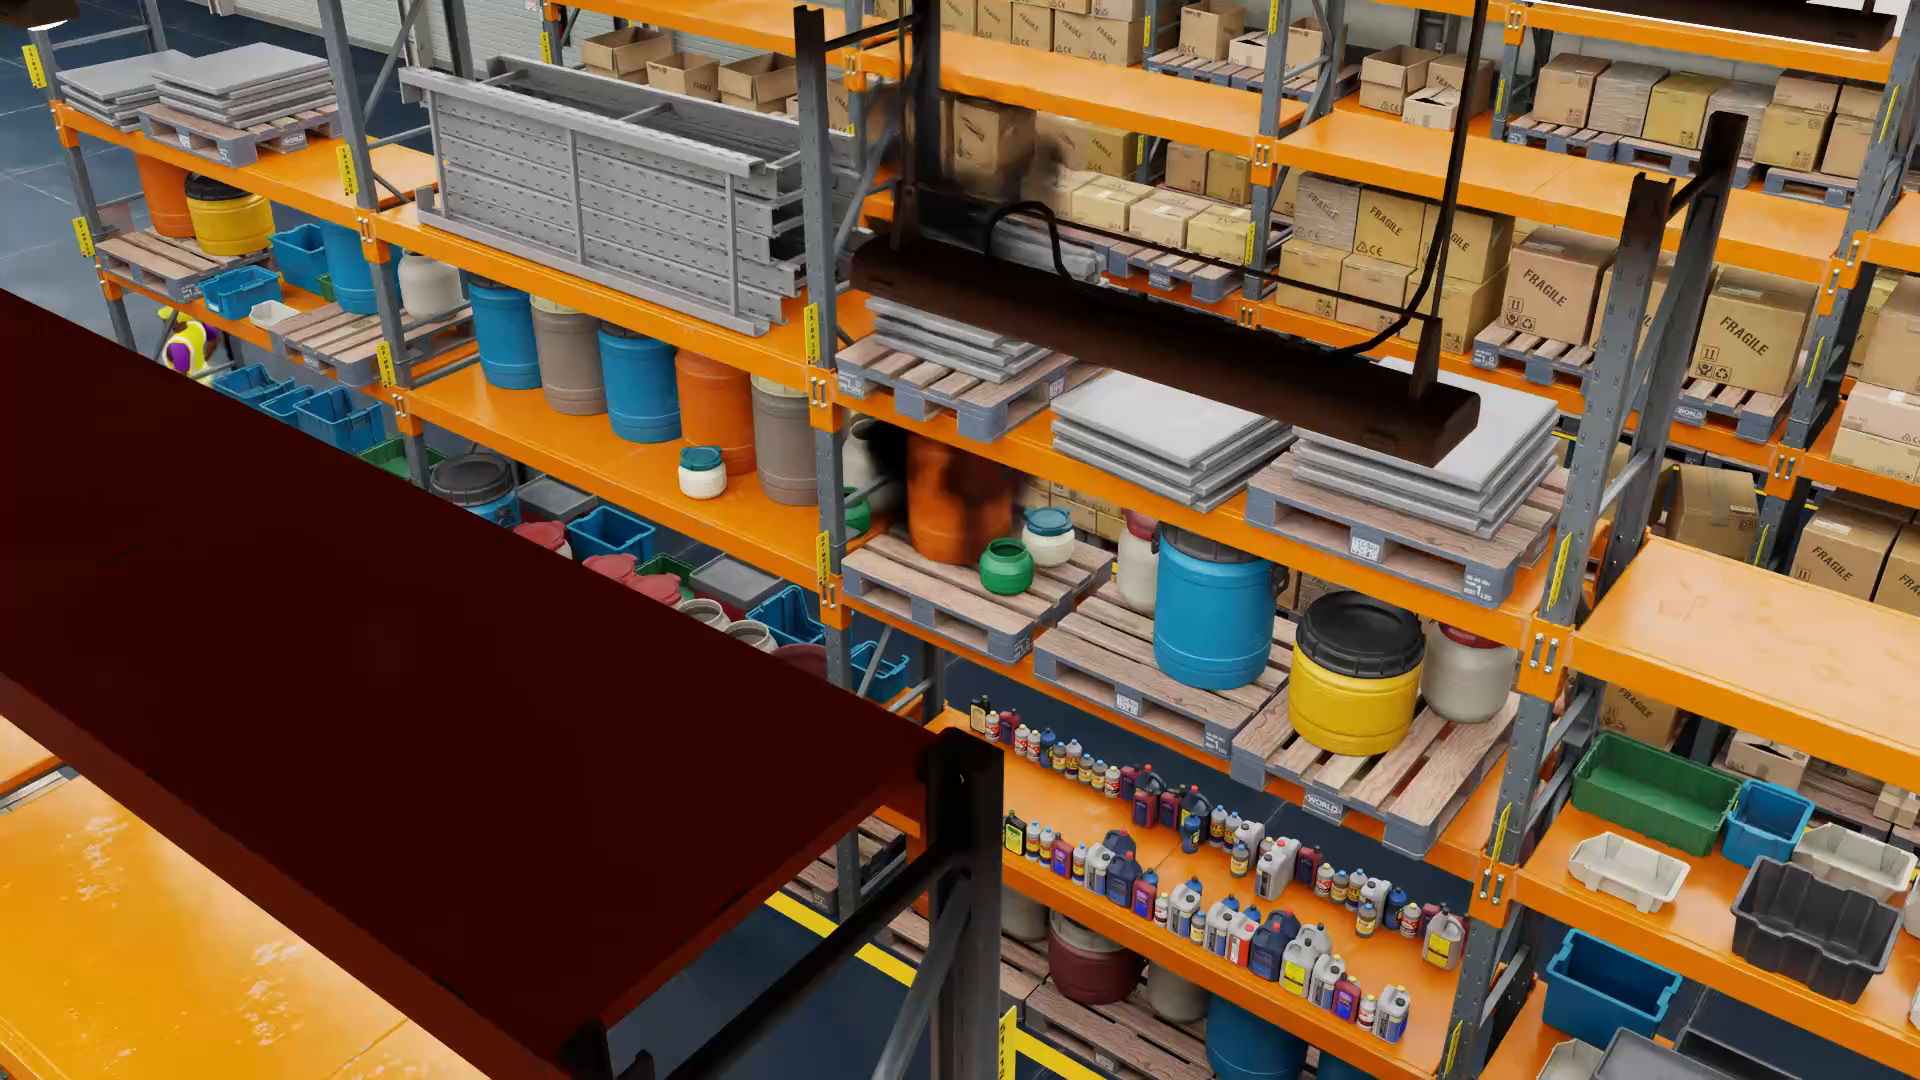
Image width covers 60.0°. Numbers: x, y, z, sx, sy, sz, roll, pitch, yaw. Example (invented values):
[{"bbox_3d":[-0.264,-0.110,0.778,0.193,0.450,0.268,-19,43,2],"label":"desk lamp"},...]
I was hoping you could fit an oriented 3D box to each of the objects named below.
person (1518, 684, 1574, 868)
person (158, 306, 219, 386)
[{"bbox_3d":[4.026,1.667,10.988,0.801,1.637,0.569,14,34,21],"label":"person"},{"bbox_3d":[-7.456,-1.521,16.128,0.750,1.741,0.753,-2,31,-3],"label":"person"}]
